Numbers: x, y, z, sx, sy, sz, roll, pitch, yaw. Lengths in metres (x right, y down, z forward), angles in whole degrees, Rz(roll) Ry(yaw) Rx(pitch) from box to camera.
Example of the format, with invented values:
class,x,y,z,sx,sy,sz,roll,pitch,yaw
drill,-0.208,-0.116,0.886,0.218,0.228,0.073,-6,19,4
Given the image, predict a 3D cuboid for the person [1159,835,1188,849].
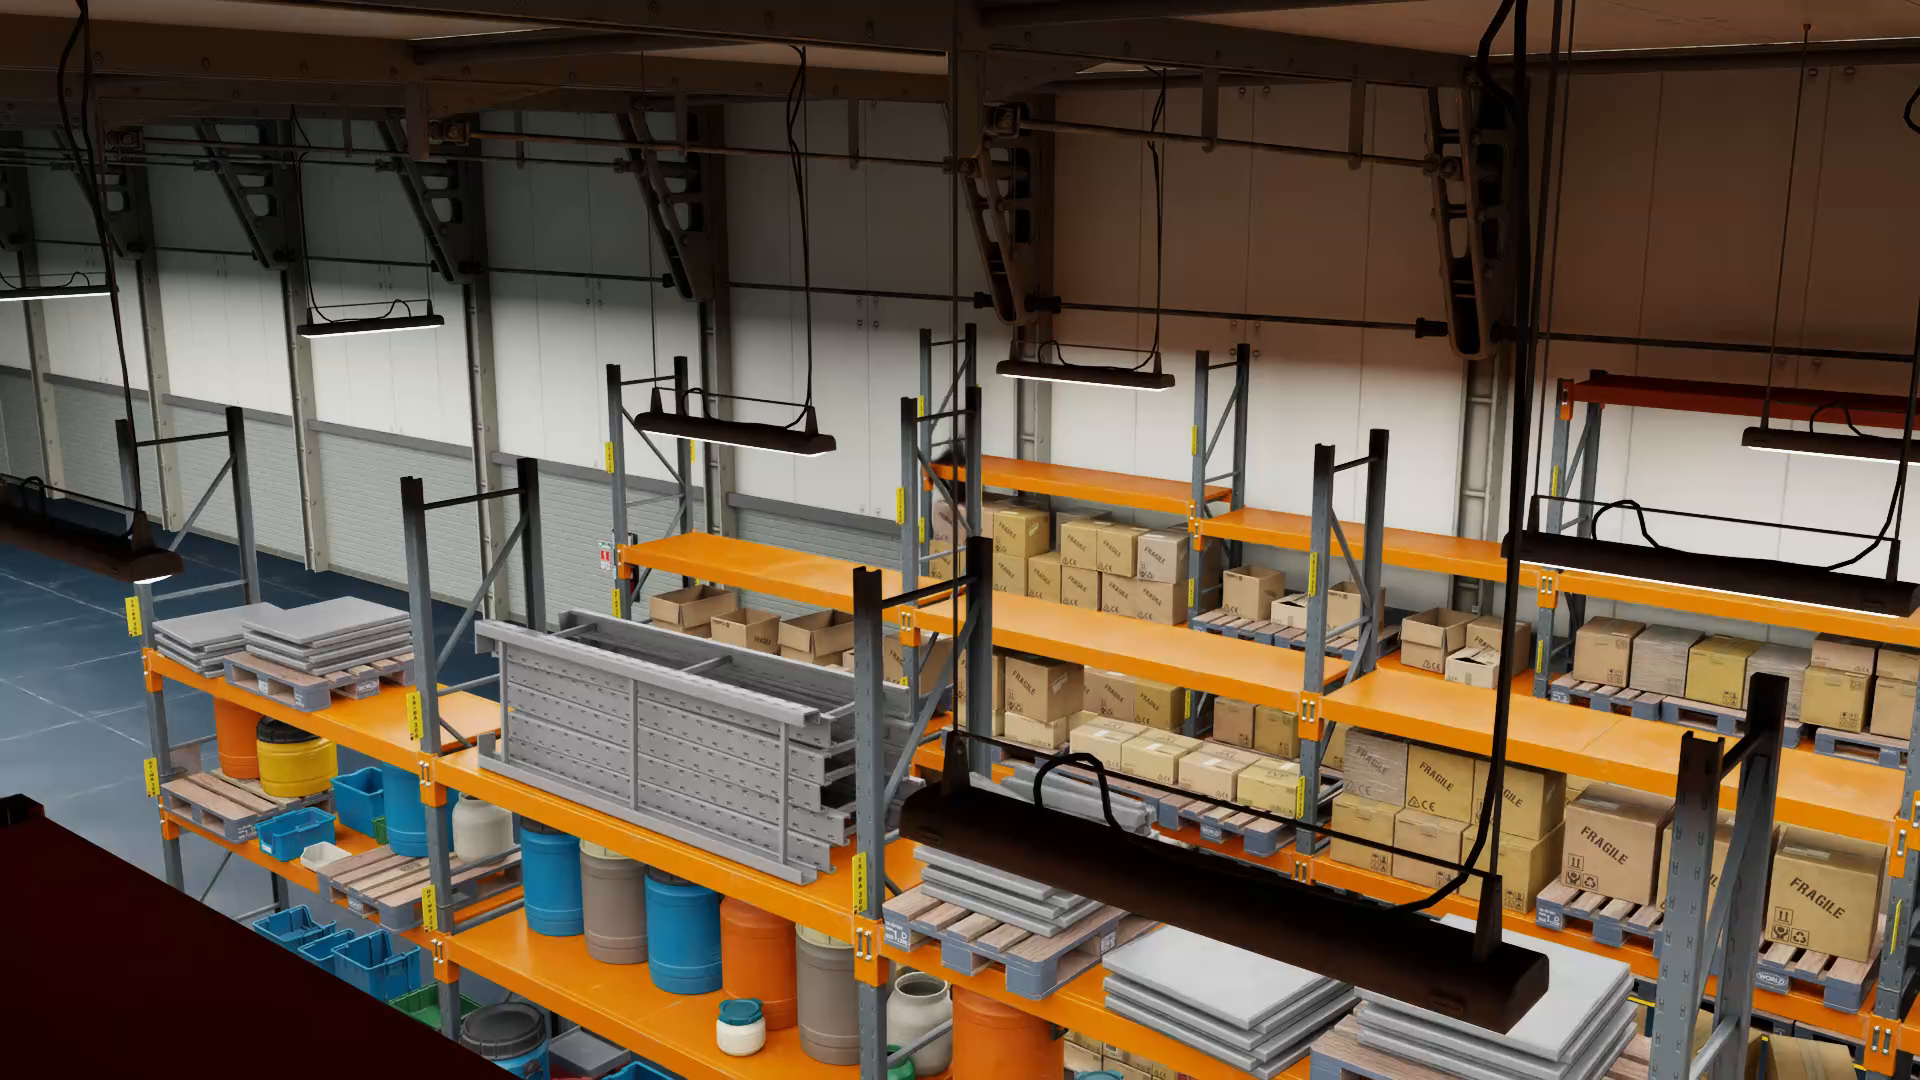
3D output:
class,x,y,z,sx,sy,sz,roll,pitch,yaw
person,1.993,3.506,16.752,0.686,1.728,0.778,-11,17,-41
